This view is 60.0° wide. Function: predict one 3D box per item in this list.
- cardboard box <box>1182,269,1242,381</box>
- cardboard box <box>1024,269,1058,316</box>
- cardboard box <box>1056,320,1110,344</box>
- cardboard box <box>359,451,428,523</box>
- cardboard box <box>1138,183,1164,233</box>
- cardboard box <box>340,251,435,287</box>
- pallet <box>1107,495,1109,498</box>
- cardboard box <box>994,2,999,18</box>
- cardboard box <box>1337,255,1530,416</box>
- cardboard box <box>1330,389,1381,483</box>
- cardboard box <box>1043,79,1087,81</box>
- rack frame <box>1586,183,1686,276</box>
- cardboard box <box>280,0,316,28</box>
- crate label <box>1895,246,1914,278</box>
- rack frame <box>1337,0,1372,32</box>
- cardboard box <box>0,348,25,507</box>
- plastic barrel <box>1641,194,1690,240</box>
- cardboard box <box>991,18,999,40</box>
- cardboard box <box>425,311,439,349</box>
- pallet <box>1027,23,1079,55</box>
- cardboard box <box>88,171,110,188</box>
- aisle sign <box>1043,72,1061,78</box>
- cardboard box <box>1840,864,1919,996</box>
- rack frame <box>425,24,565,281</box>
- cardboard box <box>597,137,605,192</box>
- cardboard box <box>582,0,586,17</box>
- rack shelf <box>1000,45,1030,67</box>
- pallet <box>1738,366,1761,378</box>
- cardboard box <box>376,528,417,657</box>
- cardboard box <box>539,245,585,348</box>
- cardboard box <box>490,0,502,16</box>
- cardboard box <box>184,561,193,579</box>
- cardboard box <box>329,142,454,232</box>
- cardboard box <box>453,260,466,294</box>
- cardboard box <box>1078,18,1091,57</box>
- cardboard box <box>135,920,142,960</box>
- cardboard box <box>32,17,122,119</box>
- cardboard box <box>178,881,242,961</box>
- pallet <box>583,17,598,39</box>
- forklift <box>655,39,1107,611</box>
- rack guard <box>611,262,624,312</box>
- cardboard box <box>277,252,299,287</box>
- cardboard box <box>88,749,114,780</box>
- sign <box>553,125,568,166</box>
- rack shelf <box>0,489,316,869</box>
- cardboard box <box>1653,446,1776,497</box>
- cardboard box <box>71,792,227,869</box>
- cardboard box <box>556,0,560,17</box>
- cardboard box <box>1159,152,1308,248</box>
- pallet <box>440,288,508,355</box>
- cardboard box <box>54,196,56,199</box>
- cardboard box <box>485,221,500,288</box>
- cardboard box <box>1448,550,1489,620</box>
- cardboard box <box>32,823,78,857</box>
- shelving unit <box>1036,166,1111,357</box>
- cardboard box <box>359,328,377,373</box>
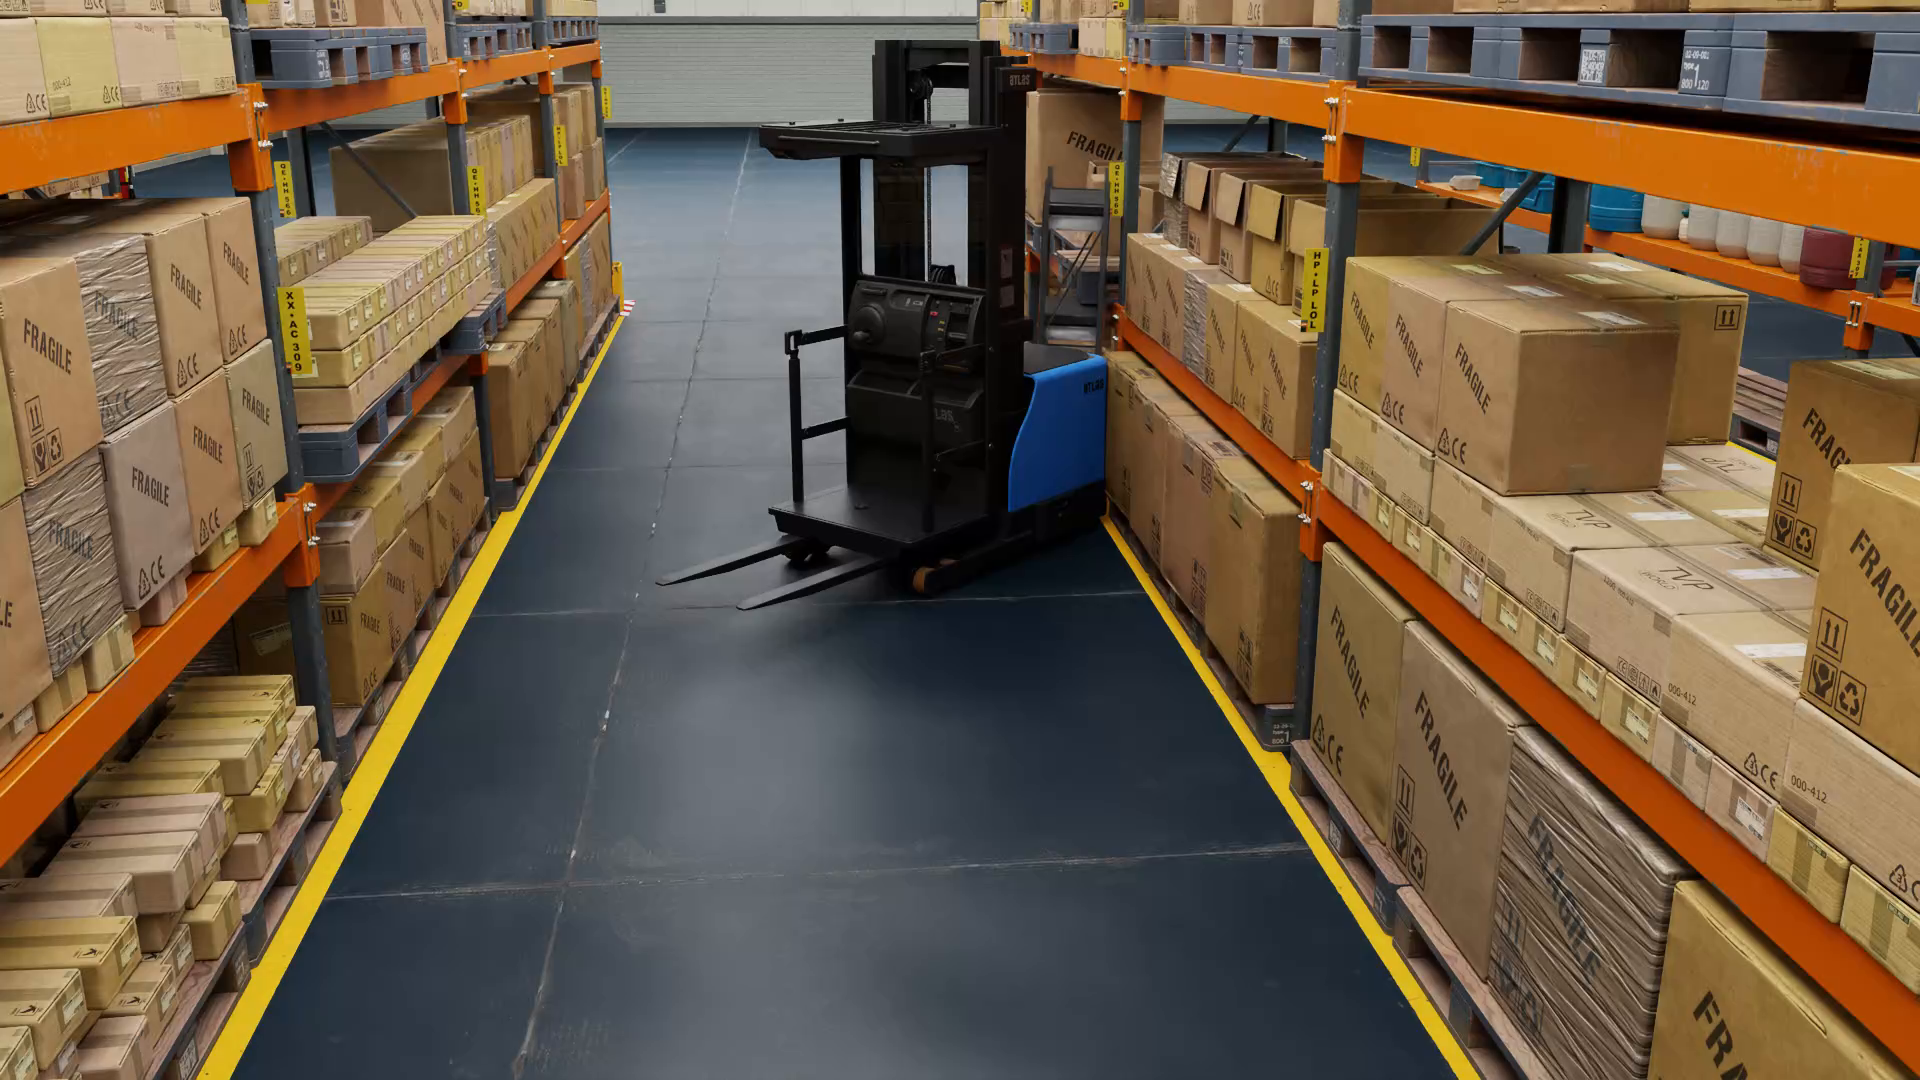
[{"bbox_3d":[1.445,-1.104,8.517,0.500,0.500,0.500,-2,18,-5],"label":"cardboard box"},{"bbox_3d":[0.882,-2.337,16.085,0.500,0.500,0.500,-3,18,-11],"label":"cardboard box"},{"bbox_3d":[1.164,-1.547,13.535,0.700,0.500,0.500,-2,18,-6],"label":"cardboard box"},{"bbox_3d":[-2.946,-0.254,8.198,0.500,0.250,0.500,-1,17,-4],"label":"cardboard box"},{"bbox_3d":[1.409,-2.072,10.901,0.500,0.500,0.500,-4,18,-12],"label":"cardboard box"},{"bbox_3d":[-2.776,-1.311,8.069,0.380,0.149,0.250,-1,17,-4],"label":"cardboard box"},{"bbox_3d":[1.425,-0.567,11.630,1.003,0.211,1.213,-2,18,-6],"label":"pallet"},{"bbox_3d":[0.535,-5.201,16.312,0.380,0.149,0.250,-2,18,-6],"label":"cardboard box"},{"bbox_3d":[1.712,-0.750,6.060,0.500,0.500,0.500,-2,18,-6],"label":"cardboard box"},{"bbox_3d":[1.705,-0.395,6.180,0.500,0.250,0.500,-2,18,-7],"label":"cardboard box"},{"bbox_3d":[1.039,-4.409,16.881,0.500,0.500,0.500,-2,18,-6],"label":"cardboard box"},{"bbox_3d":[6.019,-3.009,14.754,1.000,3.000,0.127,-2,18,-6],"label":"rack frame"},{"bbox_3d":[-2.909,-2.207,6.639,0.500,0.311,0.500,-2,18,-6],"label":"cardboard box"},{"bbox_3d":[6.598,-2.138,11.922,0.502,0.435,0.616,-2,18,-6],"label":"crate label"},{"bbox_3d":[1.917,-3.335,5.776,1.000,3.000,0.127,-2,18,-6],"label":"rack frame"},{"bbox_3d":[-2.486,-0.272,3.703,0.500,0.500,0.500,-2,18,-7],"label":"cardboard box"},{"bbox_3d":[5.899,-2.782,13.804,0.433,0.535,0.433,0,17,0],"label":"plastic barrel"},{"bbox_3d":[0.579,-4.955,16.193,0.500,0.250,0.500,-2,18,-6],"label":"cardboard box"},{"bbox_3d":[-2.773,-1.025,8.154,0.380,0.149,0.250,-3,18,-8],"label":"cardboard box"},{"bbox_3d":[1.160,-3.701,12.265,1.213,0.211,1.003,-2,18,-6],"label":"pallet"},{"bbox_3d":[-8.848,-3.778,16.539,0.500,0.500,0.500,-2,18,-7],"label":"cardboard box"},{"bbox_3d":[0.971,-5.316,17.761,0.394,0.787,0.004,-2,18,-6],"label":"aisle sign"},{"bbox_3d":[1.965,0.743,3.221,0.380,0.149,0.250,-1,17,-5],"label":"cardboard box"},{"bbox_3d":[-3.852,-2.733,13.874,1.000,3.000,0.127,-2,18,-6],"label":"rack frame"},{"bbox_3d":[-4.181,-3.887,17.300,0.875,0.550,0.550,-2,18,-6],"label":"cardboard box"},{"bbox_3d":[-3.788,-5.092,15.932,0.380,0.149,0.250,-2,18,-6],"label":"cardboard box"},{"bbox_3d":[0.886,-4.540,15.823,1.077,0.370,4.000,-2,18,-6],"label":"rack shelf"},{"bbox_3d":[6.138,-1.446,14.430,1.003,0.211,1.213,-2,18,-6],"label":"pallet"},{"bbox_3d":[-2.895,0.257,7.823,0.500,0.500,0.500,-1,17,-3],"label":"cardboard box"},{"bbox_3d":[-3.847,-2.109,14.733,0.875,0.875,0.875,-2,17,-5],"label":"cardboard box"},{"bbox_3d":[-3.400,-3.702,11.235,0.500,0.311,0.500,-2,18,-7],"label":"cardboard box"},{"bbox_3d":[-2.703,0.082,5.327,0.380,0.149,0.250,-2,18,-7],"label":"cardboard box"},{"bbox_3d":[-3.476,-2.200,10.340,0.700,0.500,0.500,-2,18,-6],"label":"cardboard box"},{"bbox_3d":[-2.851,-1.398,8.844,0.380,0.149,0.250,-2,18,-6],"label":"cardboard box"},{"bbox_3d":[1.098,-3.455,11.417,0.500,0.250,0.500,-1,17,-4],"label":"cardboard box"},{"bbox_3d":[-2.626,1.226,4.824,0.380,0.149,0.250,-1,17,-3],"label":"cardboard box"},{"bbox_3d":[-2.615,-1.271,4.459,0.500,0.250,0.500,-2,18,-6],"label":"cardboard box"},{"bbox_3d":[-2.541,1.225,5.325,0.380,0.149,0.250,-2,18,-6],"label":"cardboard box"},{"bbox_3d":[-4.178,-5.093,16.531,1.003,0.211,1.213,-2,18,-6],"label":"pallet"},{"bbox_3d":[-0.393,-1.253,9.273,1.130,2.935,3.031,14,22,37],"label":"forklift"},{"bbox_3d":[-4.267,-2.739,18.067,1.175,0.500,0.348,-2,18,-6],"label":"rack guard"},{"bbox_3d":[-3.425,-1.296,8.022,0.380,0.149,0.250,-2,18,-6],"label":"cardboard box"},{"bbox_3d":[-3.153,0.793,5.707,0.380,0.149,0.250,-2,18,-6],"label":"cardboard box"},{"bbox_3d":[-3.313,-3.267,13.775,0.100,0.325,0.005,-2,18,-6],"label":"sign"},{"bbox_3d":[-2.821,0.590,4.492,1.077,0.370,4.000,-2,18,-6],"label":"rack shelf"},{"bbox_3d":[2.332,-0.113,5.284,0.500,0.250,0.500,-1,17,-5],"label":"cardboard box"},{"bbox_3d":[-2.564,0.931,5.269,0.380,0.149,0.250,-3,18,-8],"label":"cardboard box"},{"bbox_3d":[-3.580,-4.488,14.009,0.380,0.149,0.250,-2,18,-5],"label":"cardboard box"},{"bbox_3d":[1.564,-1.972,9.609,0.797,0.503,0.637,-1,17,-4],"label":"cardboard box"},{"bbox_3d":[-3.260,-1.241,9.441,1.213,0.211,1.003,-2,18,-6],"label":"pallet"},{"bbox_3d":[-8.841,-3.211,15.818,0.380,0.149,0.250,-2,17,-5],"label":"cardboard box"},{"bbox_3d":[-3.217,-1.731,10.516,0.500,0.500,0.500,-2,17,-5],"label":"cardboard box"},{"bbox_3d":[1.751,0.132,5.168,0.380,0.149,0.250,-2,17,-5],"label":"cardboard box"},{"bbox_3d":[-3.106,1.011,5.511,0.380,0.149,0.250,-3,18,-8],"label":"cardboard box"},{"bbox_3d":[0.715,-1.315,10.775,0.431,2.100,0.503,3,22,4],"label":"shelving unit"},{"bbox_3d":[-2.639,-0.780,6.877,0.380,0.149,0.250,-2,18,-7],"label":"cardboard box"}]
